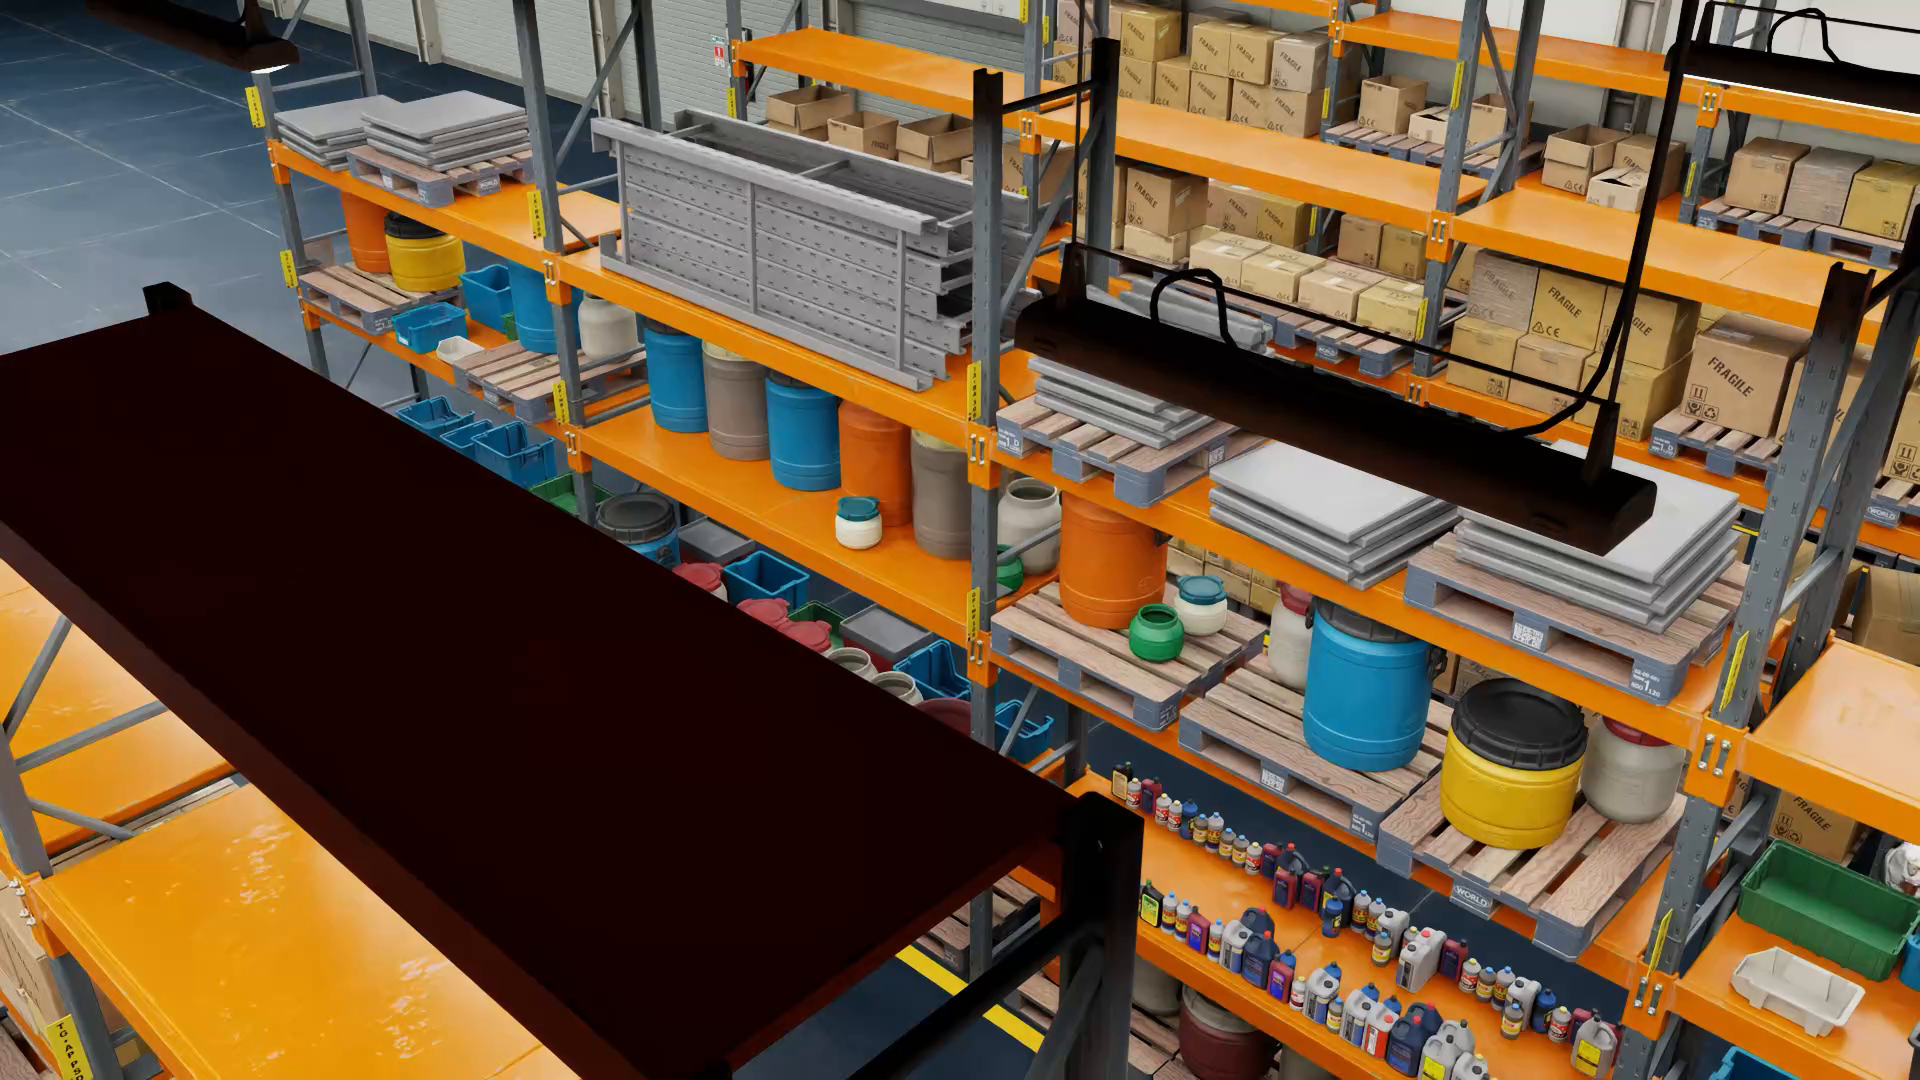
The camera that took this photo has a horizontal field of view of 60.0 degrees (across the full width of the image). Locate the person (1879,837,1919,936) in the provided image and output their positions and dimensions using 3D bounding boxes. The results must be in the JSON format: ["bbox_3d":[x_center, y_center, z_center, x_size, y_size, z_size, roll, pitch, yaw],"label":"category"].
[{"bbox_3d":[6.021,2.296,10.459,0.843,1.637,0.455,23,36,34],"label":"person"}]
